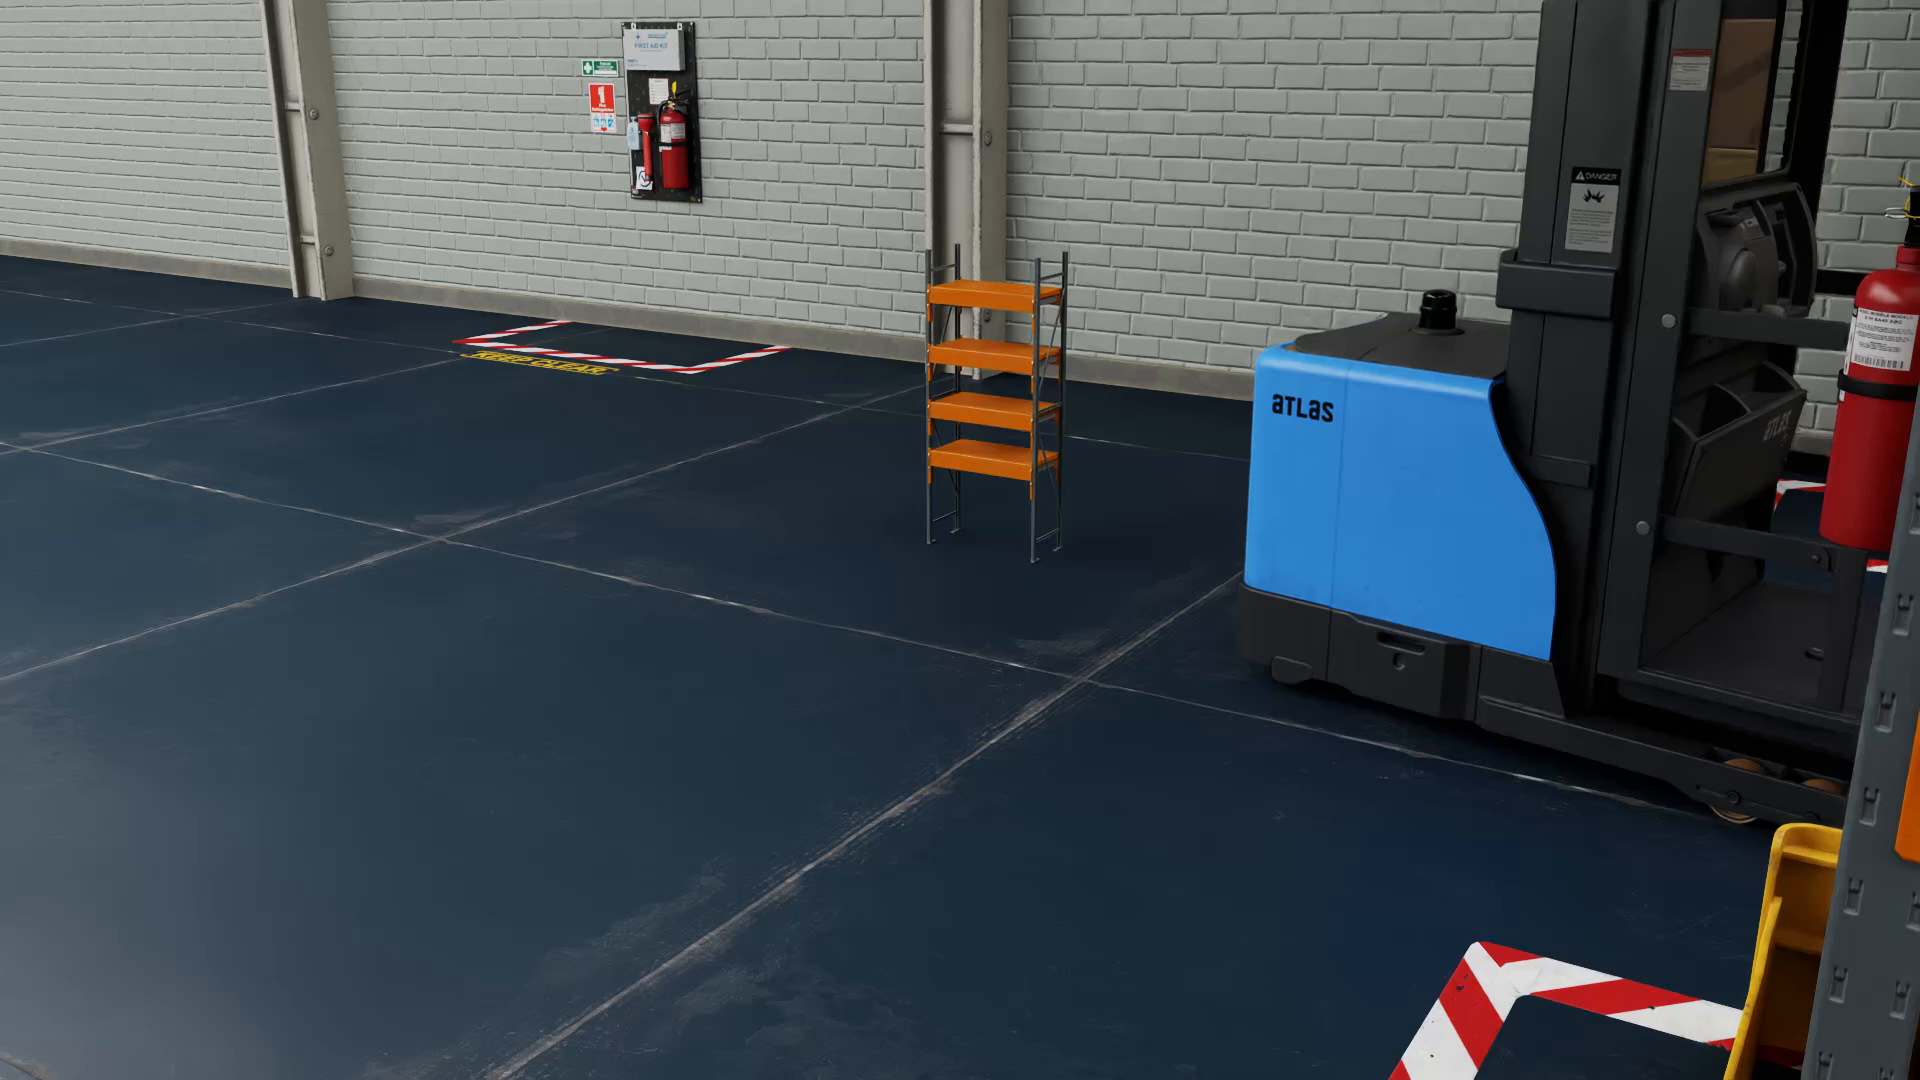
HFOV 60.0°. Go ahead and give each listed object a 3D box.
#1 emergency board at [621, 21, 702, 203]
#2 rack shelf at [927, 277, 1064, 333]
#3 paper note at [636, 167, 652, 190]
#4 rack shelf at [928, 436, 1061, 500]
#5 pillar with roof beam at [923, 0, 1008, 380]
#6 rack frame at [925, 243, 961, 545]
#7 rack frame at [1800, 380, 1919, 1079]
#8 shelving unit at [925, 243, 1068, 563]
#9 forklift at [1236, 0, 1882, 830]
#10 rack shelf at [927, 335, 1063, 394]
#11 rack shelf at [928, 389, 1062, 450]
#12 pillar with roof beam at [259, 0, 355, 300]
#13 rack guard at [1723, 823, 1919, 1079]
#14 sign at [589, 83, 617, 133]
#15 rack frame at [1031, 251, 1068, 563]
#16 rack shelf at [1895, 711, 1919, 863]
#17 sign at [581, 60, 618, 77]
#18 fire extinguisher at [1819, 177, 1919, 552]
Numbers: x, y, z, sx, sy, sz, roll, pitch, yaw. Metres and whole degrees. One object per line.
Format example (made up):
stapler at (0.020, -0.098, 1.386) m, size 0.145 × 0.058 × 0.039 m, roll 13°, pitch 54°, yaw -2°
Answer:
emergency board at (-2.053, -2.860, 11.136) m, size 0.643 × 1.169 × 0.194 m, roll 10°, pitch 20°, yaw 30°
rack shelf at (0.141, -0.925, 6.510) m, size 0.480 × 0.148 × 0.258 m, roll 10°, pitch 20°, yaw 30°
paper note at (-2.168, -2.483, 11.409) m, size 0.142 × 0.148 × 0.016 m, roll 10°, pitch 20°, yaw 30°
rack shelf at (0.141, -0.295, 6.701) m, size 0.480 × 0.148 × 0.258 m, roll 10°, pitch 20°, yaw 30°
pillar with roof beam at (-2.220, -4.279, 5.485) m, size 0.400 × 9.000 × 9.100 m, roll 10°, pitch 20°, yaw 30°
rack frame at (-0.067, -0.586, 6.746) m, size 0.015 × 1.200 × 0.240 m, roll 10°, pitch 20°, yaw 30°
rack frame at (1.507, -0.227, 2.467) m, size 0.127 × 3.000 × 1.000 m, roll 10°, pitch 20°, yaw 30°
shelving unit at (0.141, -0.549, 6.624) m, size 0.503 × 1.200 × 0.258 m, roll 10°, pitch 20°, yaw 30°
forklift at (2.338, -0.787, 4.428) m, size 3.031 × 2.935 × 1.130 m, roll 14°, pitch 22°, yaw 39°
rack shelf at (0.141, -0.699, 6.578) m, size 0.480 × 0.148 × 0.258 m, roll 10°, pitch 20°, yaw 30°
rack shelf at (0.141, -0.485, 6.643) m, size 0.480 × 0.148 × 0.258 m, roll 10°, pitch 20°, yaw 30°
pillar with roof beam at (-7.333, -5.192, 8.490) m, size 0.400 × 9.000 × 9.100 m, roll 10°, pitch 20°, yaw 30°
rack guard at (1.487, 0.965, 2.843) m, size 0.348 × 0.500 × 1.175 m, roll 10°, pitch 20°, yaw 30°
sign at (-2.470, -2.987, 11.492) m, size 0.234 × 0.329 × 0.001 m, roll 10°, pitch 20°, yaw 30°
rack frame at (0.349, -0.512, 6.502) m, size 0.015 × 1.200 × 0.240 m, roll 10°, pitch 20°, yaw 30°
rack shelf at (3.211, 0.422, 1.570) m, size 4.000 × 0.370 × 1.077 m, roll 10°, pitch 20°, yaw 30°
sign at (-2.471, -3.237, 11.405) m, size 0.331 × 0.109 × 0.001 m, roll 10°, pitch 20°, yaw 30°
fire extinguisher at (1.650, -0.323, 2.916) m, size 0.183 × 0.674 × 0.296 m, roll 10°, pitch 20°, yaw 30°
